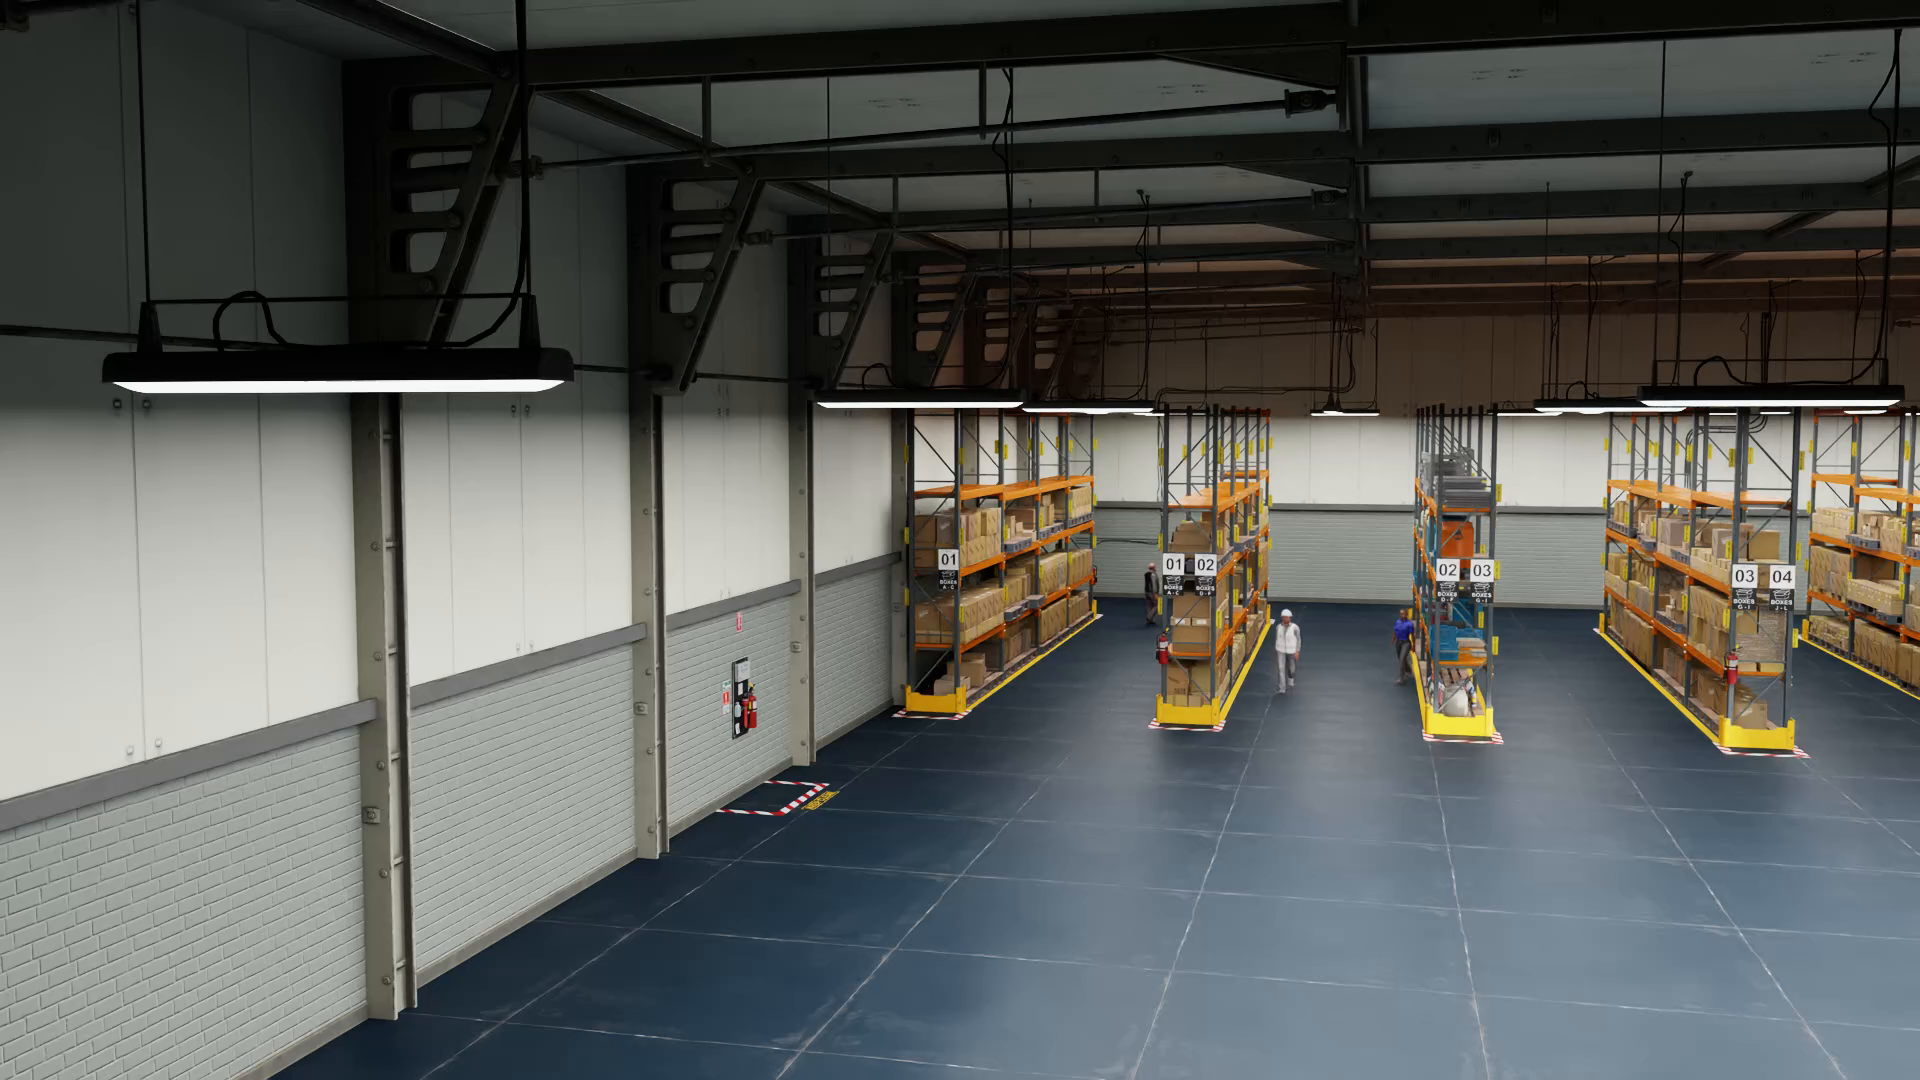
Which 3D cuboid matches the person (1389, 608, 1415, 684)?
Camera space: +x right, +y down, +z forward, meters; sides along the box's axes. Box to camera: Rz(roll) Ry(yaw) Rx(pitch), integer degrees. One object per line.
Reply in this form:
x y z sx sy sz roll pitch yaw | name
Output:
9.647 2.280 36.127 0.483 1.584 1.012 4 6 43 | person

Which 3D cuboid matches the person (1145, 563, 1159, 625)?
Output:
5.298 1.503 46.185 0.476 1.724 0.570 -2 5 -23 | person

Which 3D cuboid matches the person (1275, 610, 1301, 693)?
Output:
6.885 2.311 34.904 0.527 1.733 0.948 1 4 11 | person
